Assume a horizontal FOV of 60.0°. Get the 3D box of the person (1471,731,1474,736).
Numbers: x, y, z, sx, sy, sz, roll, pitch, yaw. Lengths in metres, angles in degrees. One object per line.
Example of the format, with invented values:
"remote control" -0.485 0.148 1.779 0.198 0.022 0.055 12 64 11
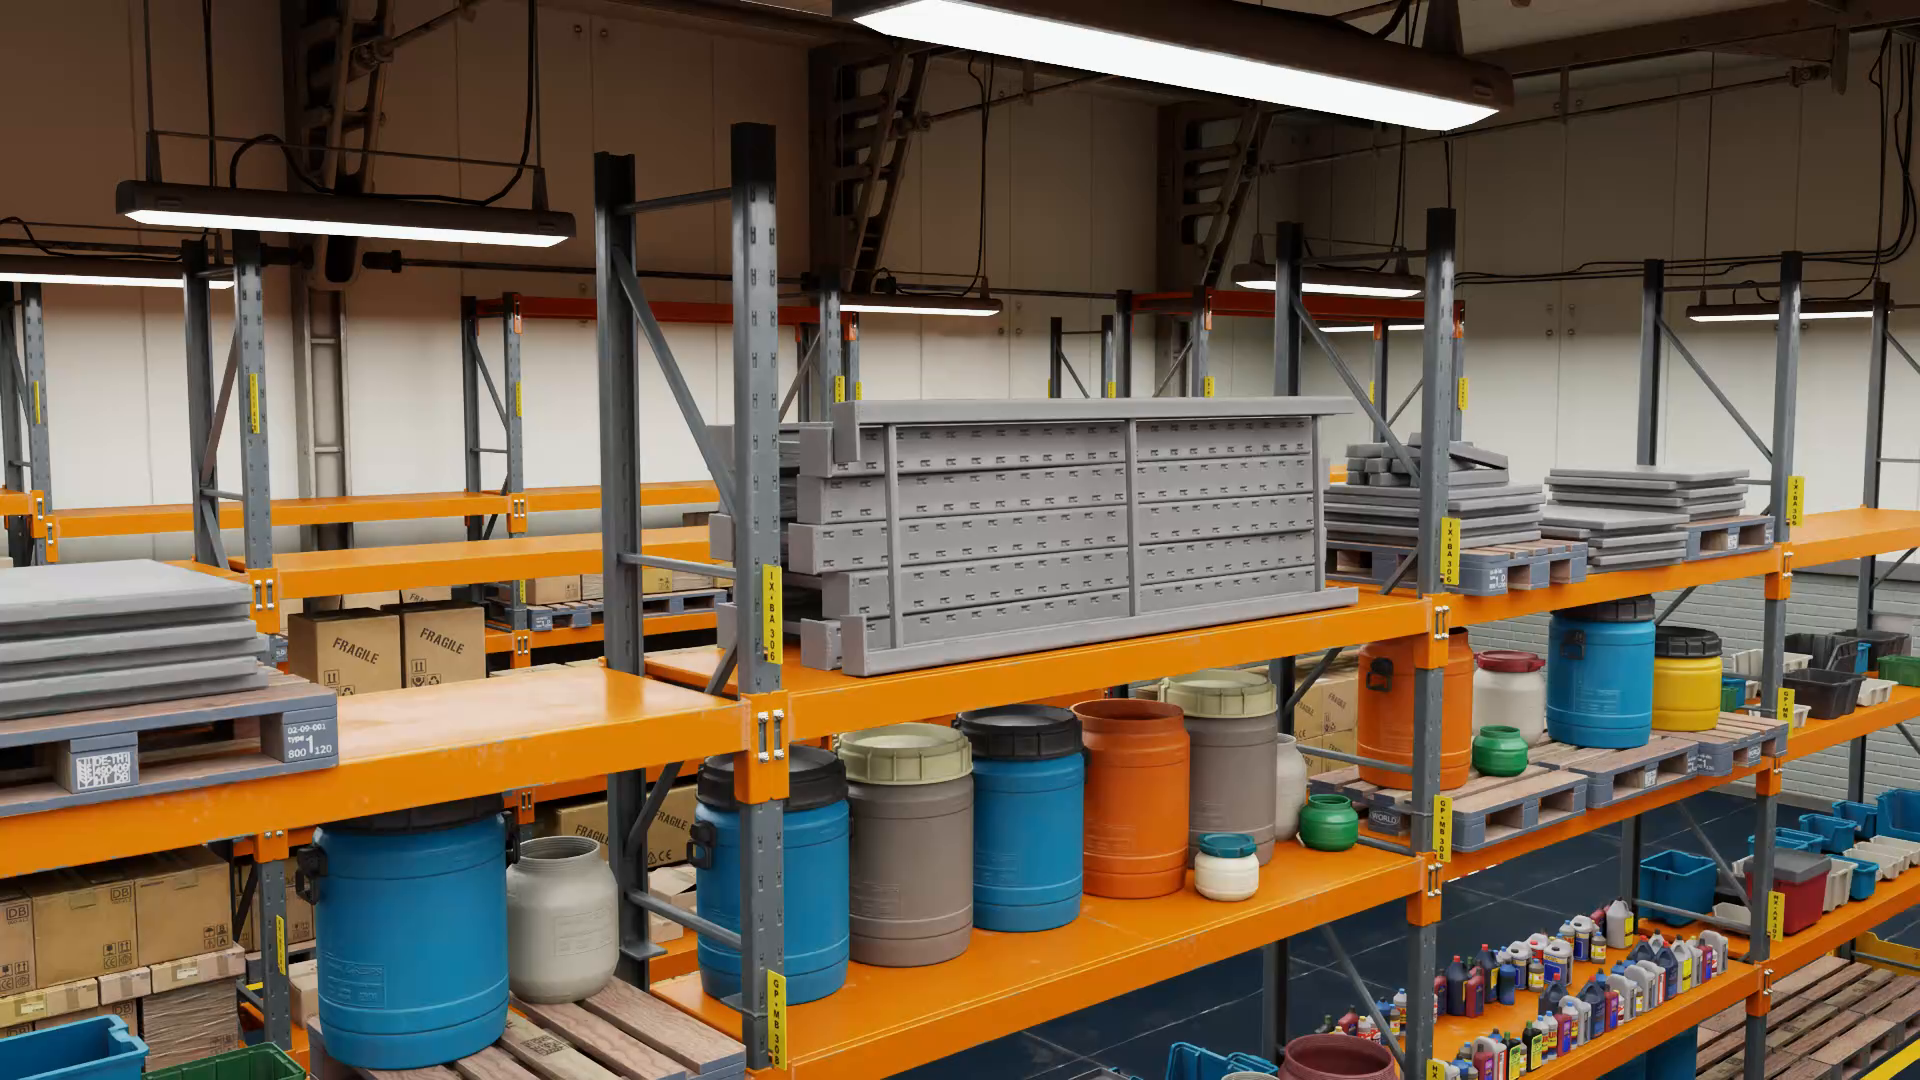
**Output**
"person" 5.570 2.601 18.309 0.685 1.676 0.624 -3 6 -26
